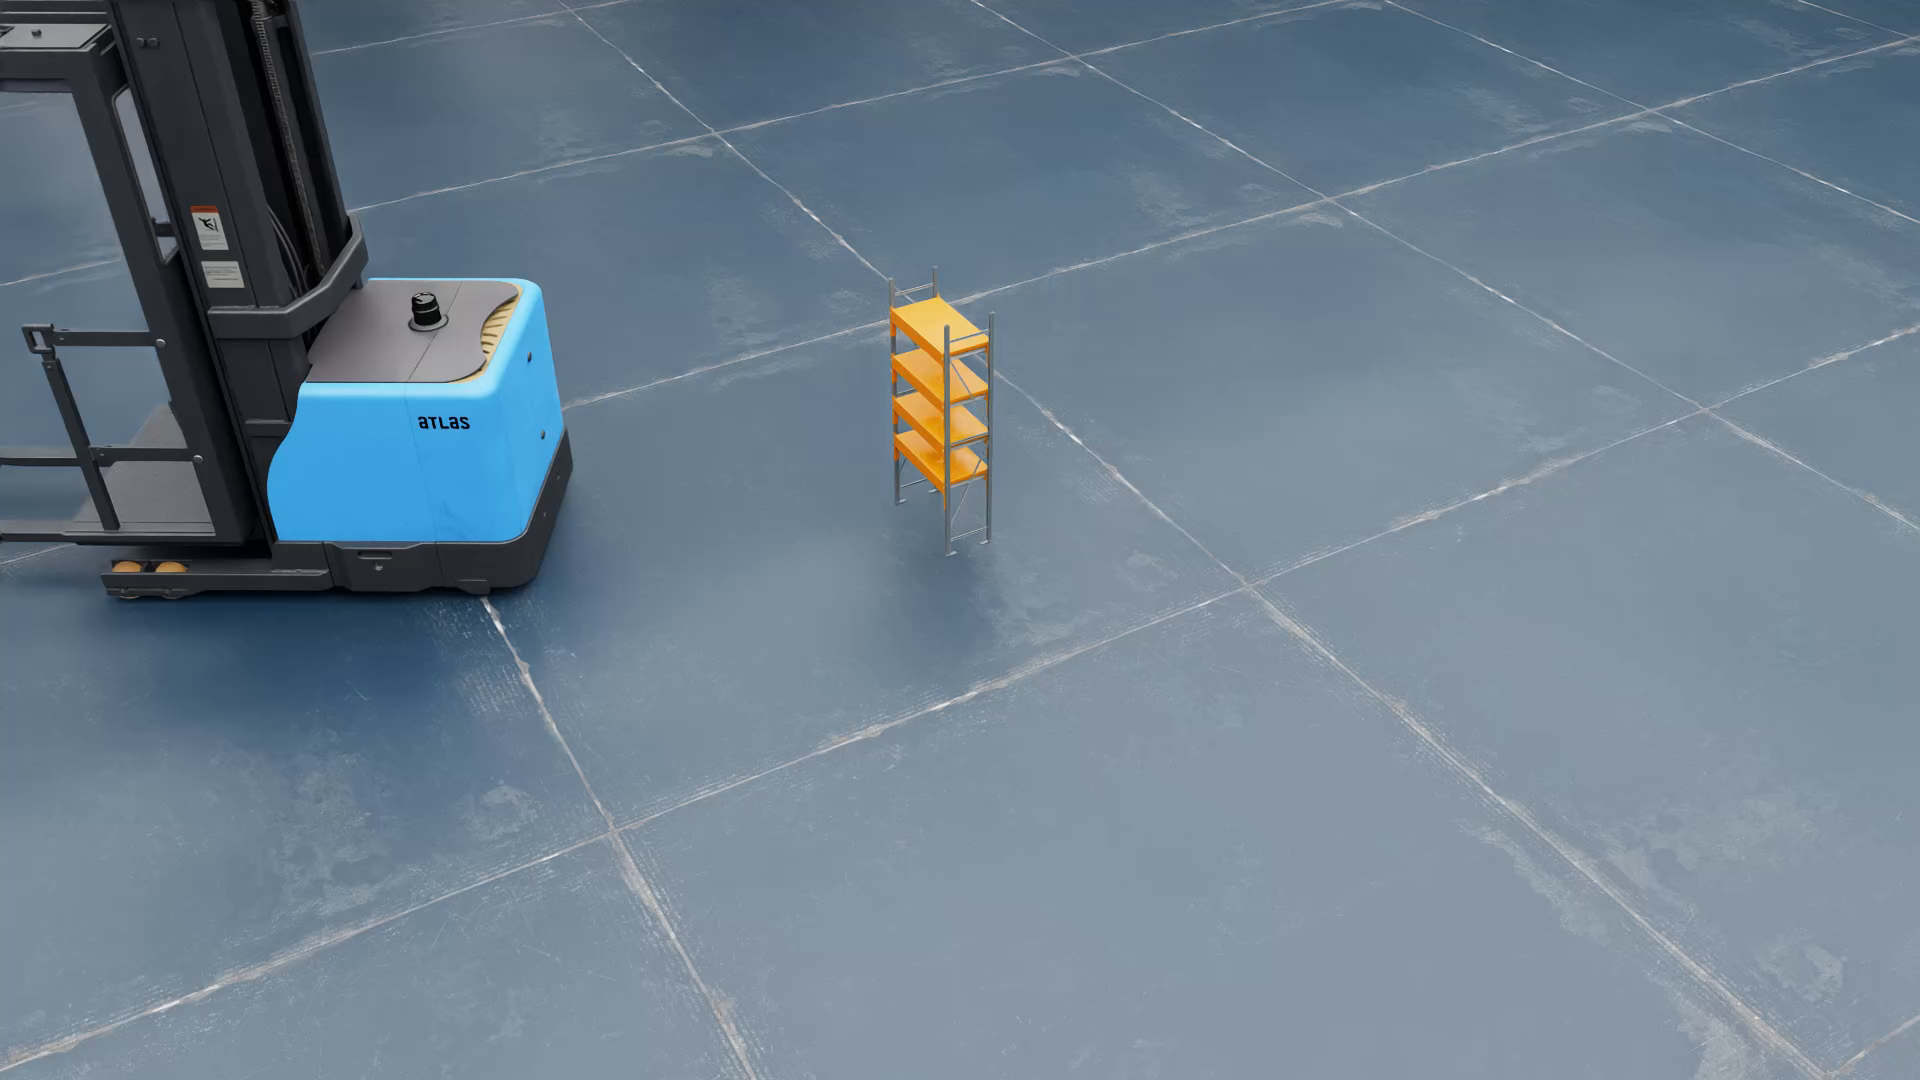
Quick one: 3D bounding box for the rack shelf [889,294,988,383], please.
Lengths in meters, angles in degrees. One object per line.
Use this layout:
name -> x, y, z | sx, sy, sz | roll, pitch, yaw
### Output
rack shelf -> -0.083, -0.886, 7.280 | 0.258, 0.148, 0.480 | -19, 40, -24

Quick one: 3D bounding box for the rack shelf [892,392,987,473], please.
rack shelf -> -0.083, -0.515, 7.551 | 0.258, 0.148, 0.480 | -19, 40, -24

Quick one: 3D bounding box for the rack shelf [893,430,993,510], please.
rack shelf -> -0.083, -0.354, 7.668 | 0.258, 0.148, 0.480 | -19, 40, -24

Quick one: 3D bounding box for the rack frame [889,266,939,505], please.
rack frame -> -0.206, -0.693, 7.682 | 0.240, 1.200, 0.015 | -19, 40, -24

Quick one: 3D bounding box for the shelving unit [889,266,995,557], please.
shelving unit -> -0.083, -0.569, 7.512 | 0.258, 1.200, 0.503 | -19, 40, -24

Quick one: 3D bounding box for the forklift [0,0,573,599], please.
forklift -> -3.404, -1.234, 6.954 | 3.031, 2.935, 1.130 | 0, 36, 0

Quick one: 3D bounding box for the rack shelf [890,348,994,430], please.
rack shelf -> -0.083, -0.695, 7.419 | 0.258, 0.148, 0.480 | -19, 40, -24

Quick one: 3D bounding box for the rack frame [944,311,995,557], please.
rack frame -> 0.039, -0.445, 7.341 | 0.240, 1.200, 0.015 | -19, 40, -24
